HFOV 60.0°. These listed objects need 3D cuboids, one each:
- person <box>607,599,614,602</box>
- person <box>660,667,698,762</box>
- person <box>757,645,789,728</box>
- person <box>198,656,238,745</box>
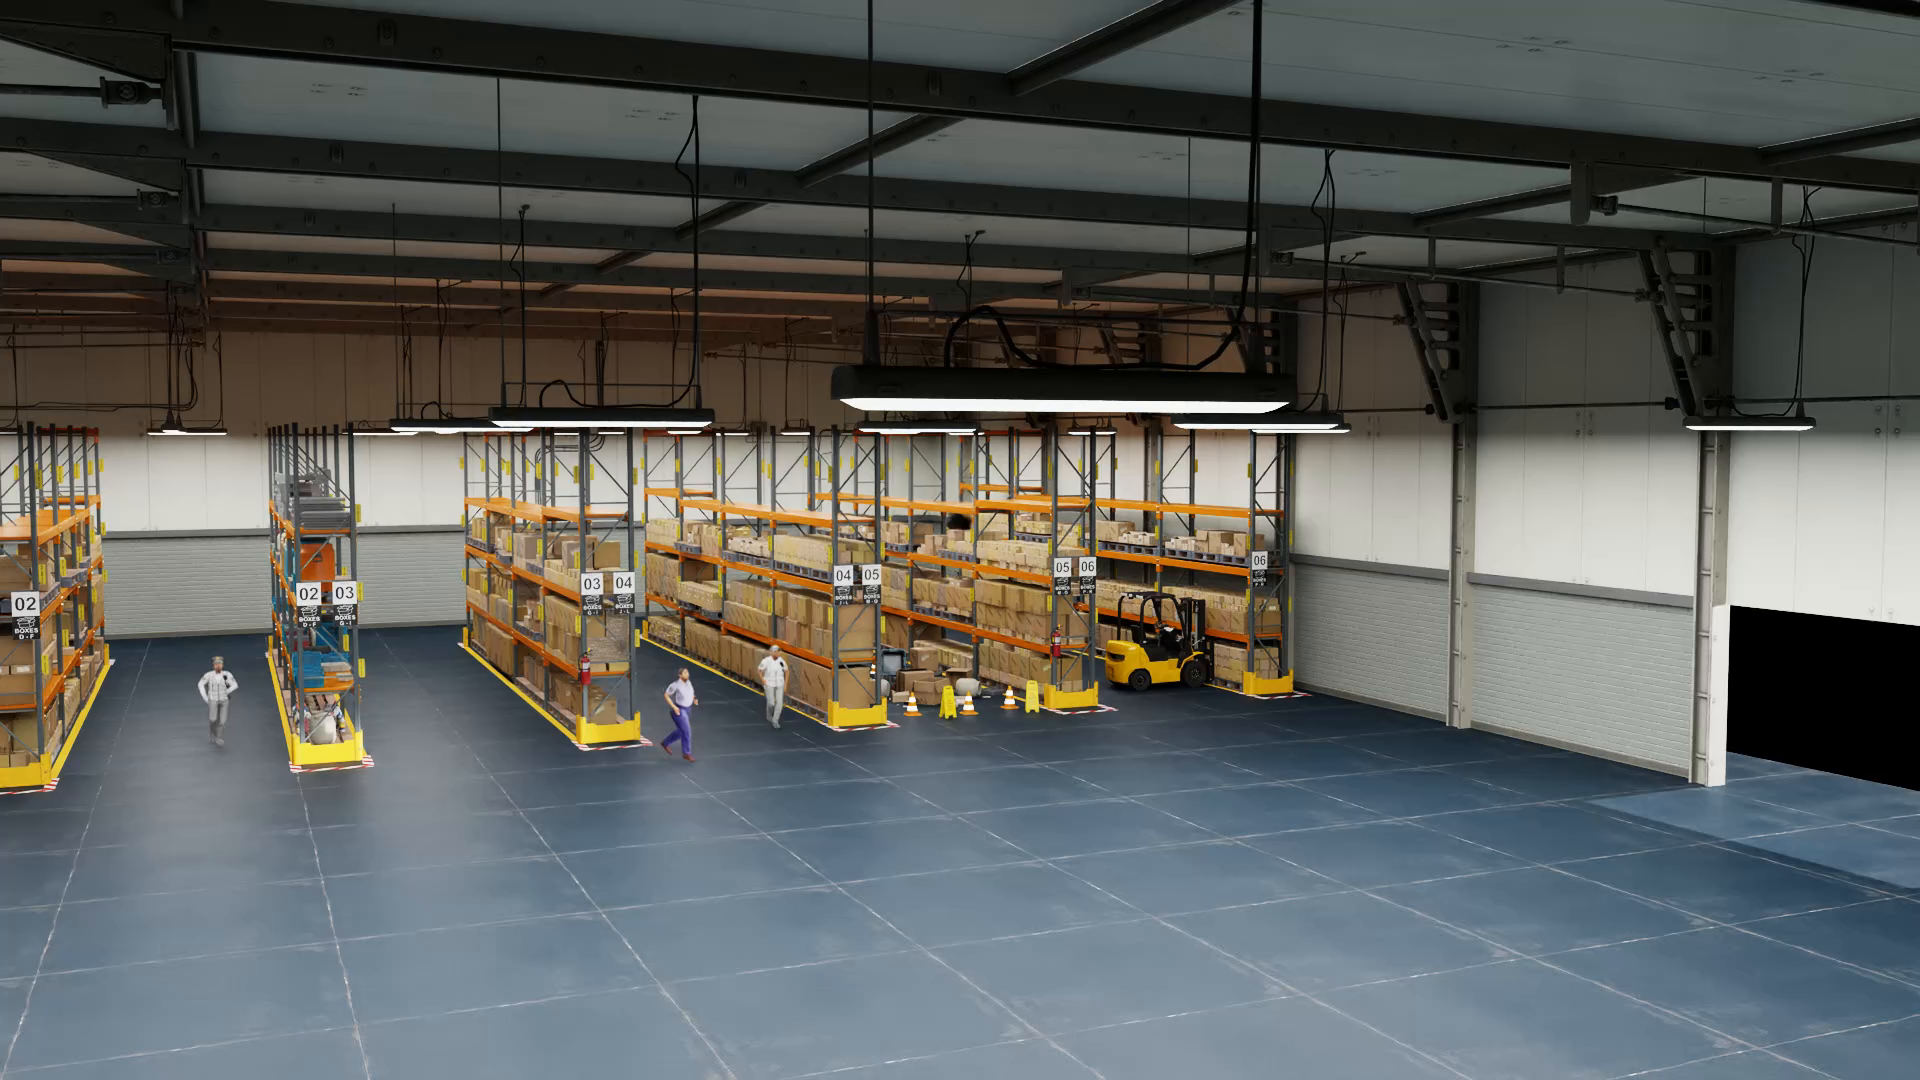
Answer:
[{"bbox_3d":[-9.873,2.075,46.373,0.663,1.631,0.815,0,4,-8],"label":"person"},{"bbox_3d":[-5.001,3.093,29.635,0.806,1.676,0.603,1,4,23],"label":"person"},{"bbox_3d":[-3.680,2.906,32.986,0.636,1.634,0.509,-1,4,-19],"label":"person"},{"bbox_3d":[-13.766,2.994,30.890,0.667,1.653,0.532,-2,4,-28],"label":"person"}]
